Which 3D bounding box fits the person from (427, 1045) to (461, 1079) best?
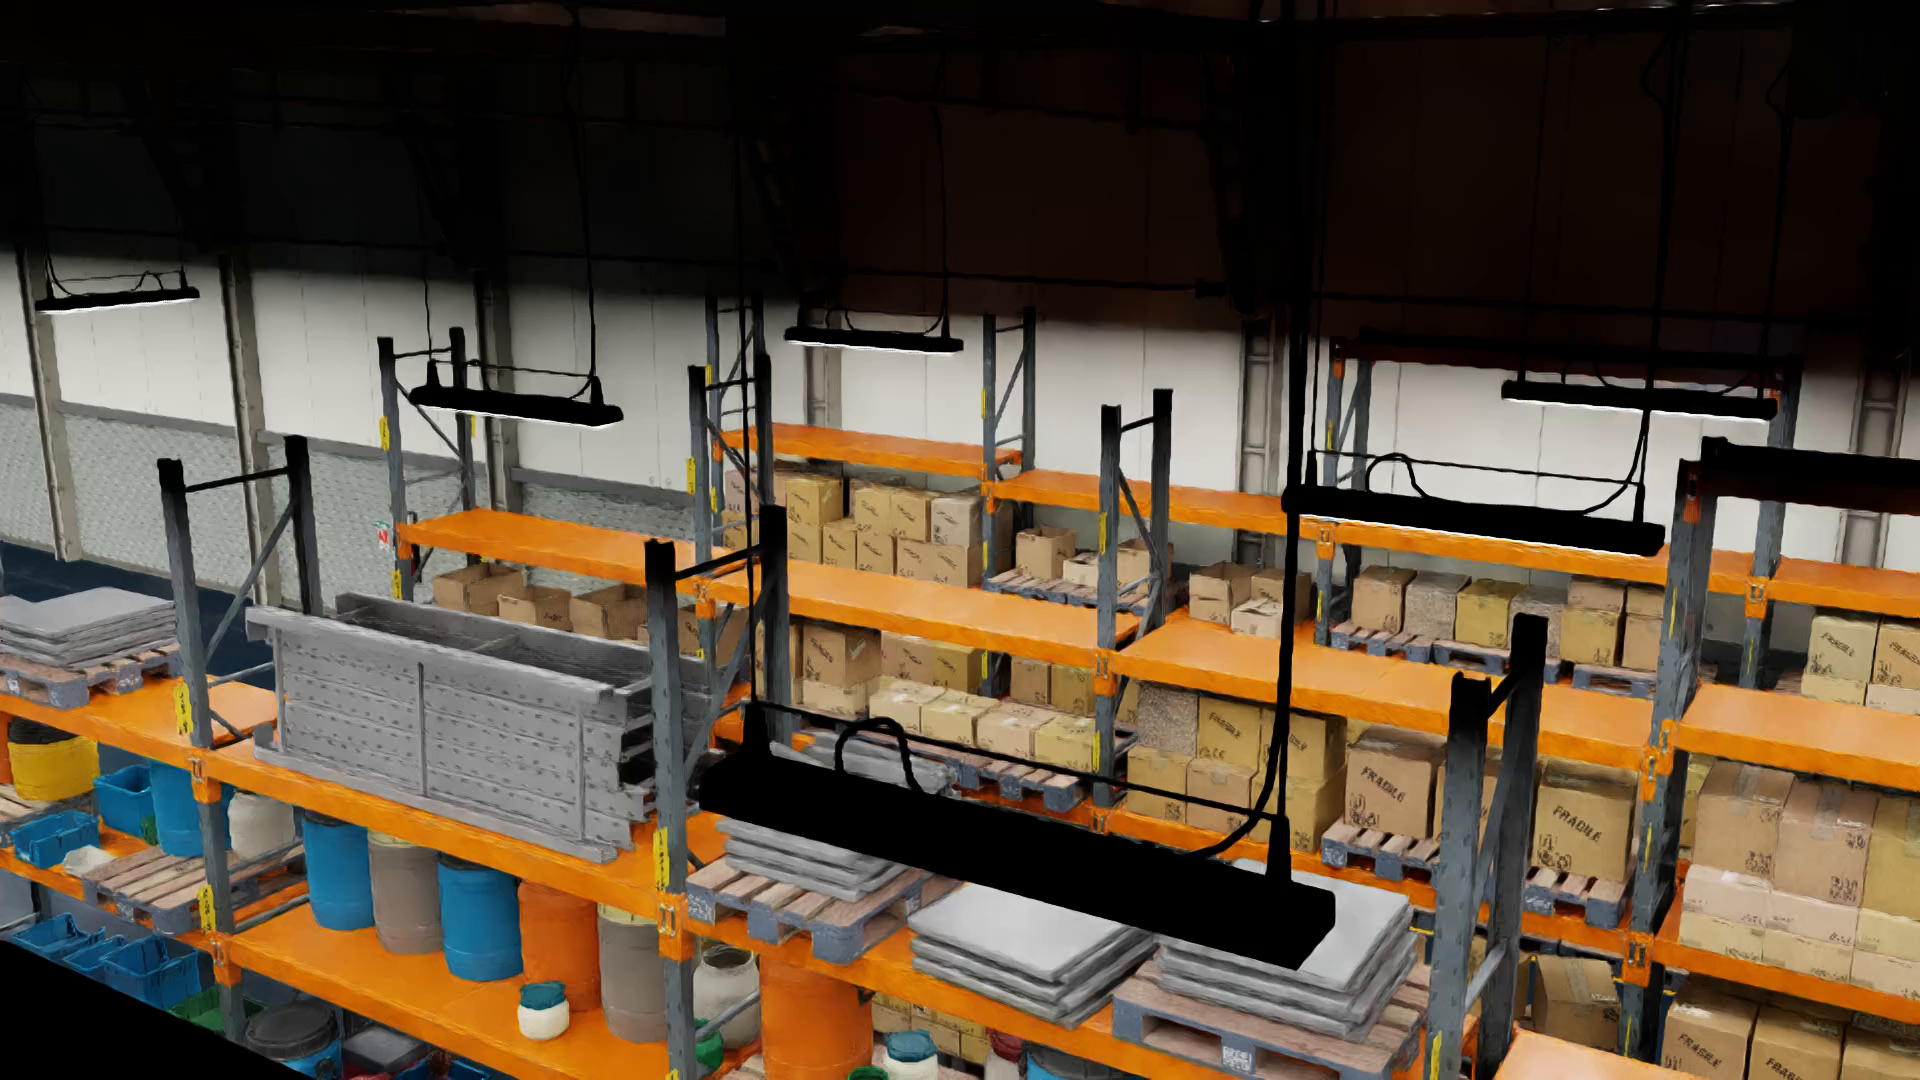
[{"bbox_3d":[-3.630,4.293,11.718,0.462,1.596,0.436,7,15,26],"label":"person"}]
